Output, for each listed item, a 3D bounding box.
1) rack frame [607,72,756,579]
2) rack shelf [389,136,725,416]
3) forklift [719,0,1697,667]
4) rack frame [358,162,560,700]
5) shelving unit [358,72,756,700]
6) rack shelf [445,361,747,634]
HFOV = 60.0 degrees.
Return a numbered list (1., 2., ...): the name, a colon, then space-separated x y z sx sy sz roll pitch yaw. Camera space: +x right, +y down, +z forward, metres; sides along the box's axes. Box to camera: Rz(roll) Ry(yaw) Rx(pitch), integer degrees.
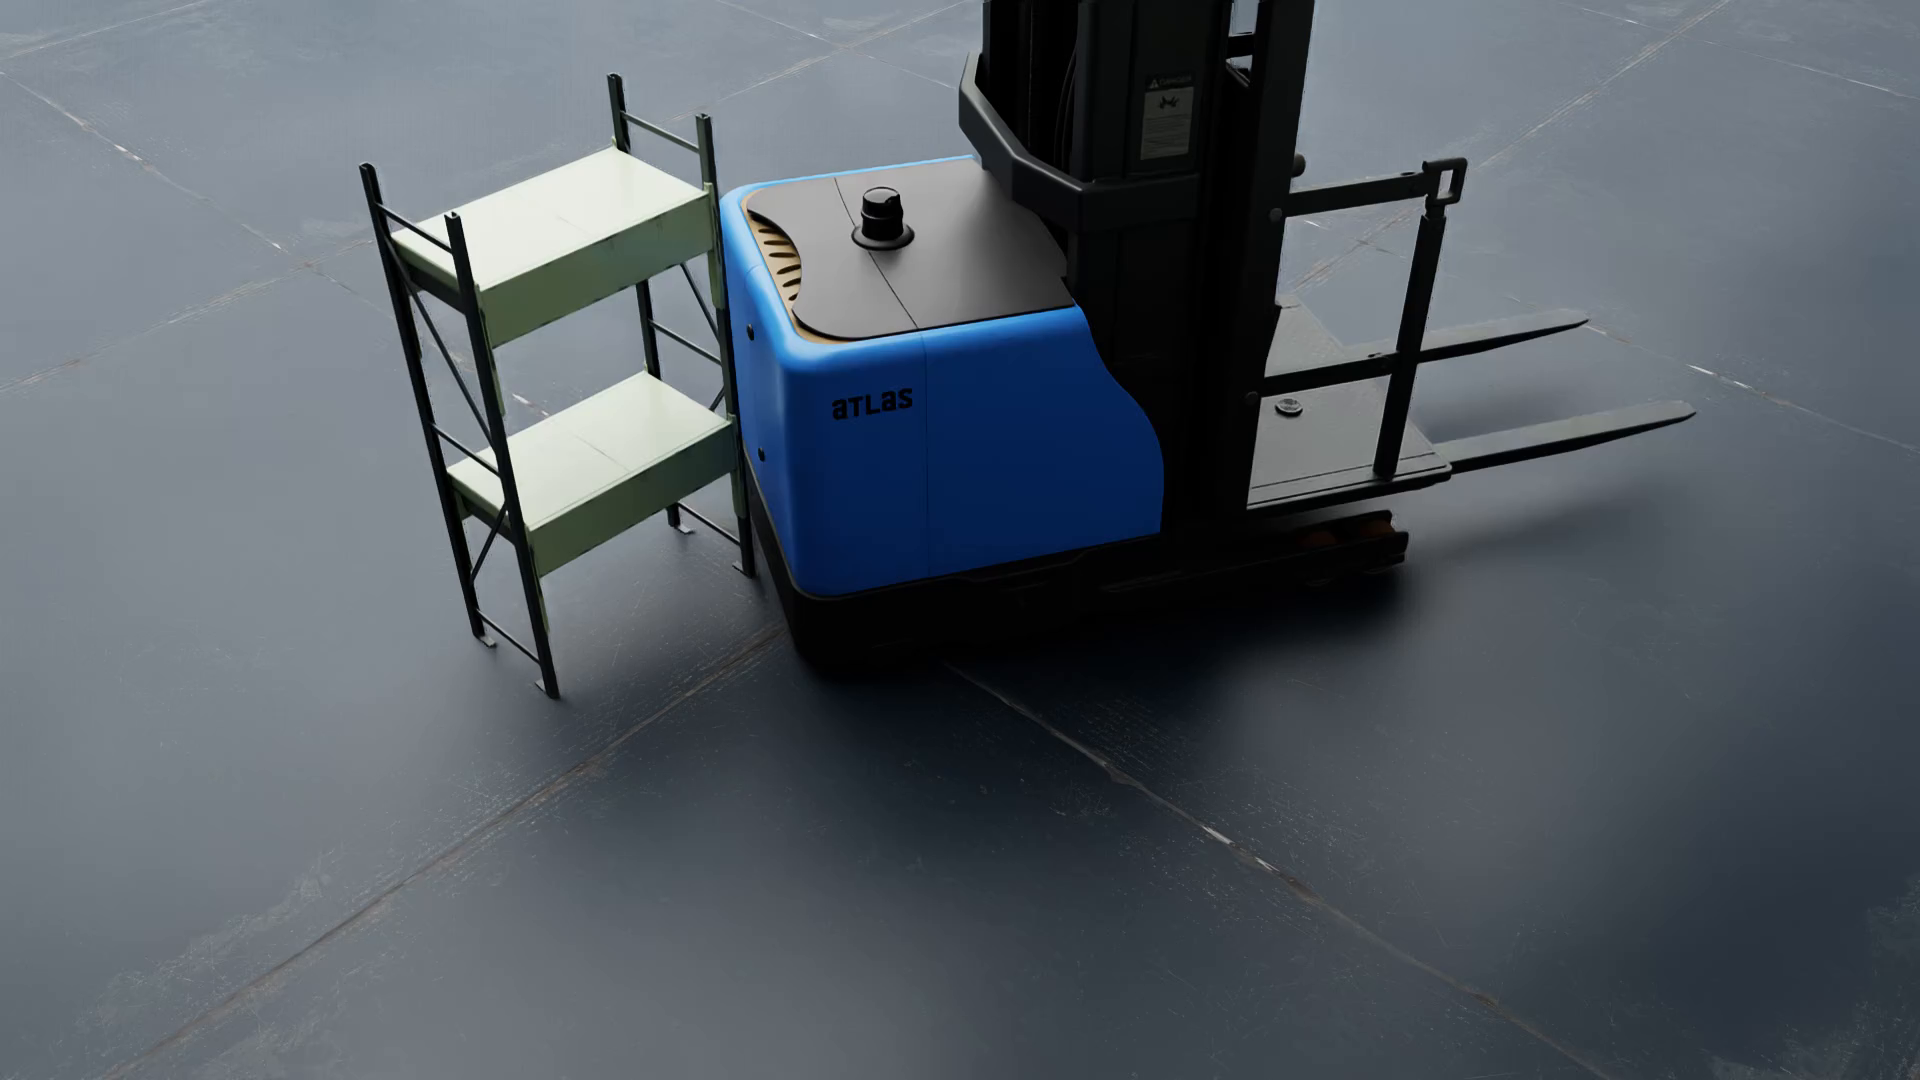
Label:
1. rack frame: -0.779 -0.559 4.747 0.400 1.500 0.023 31 48 33
2. rack shelf: -1.031 -0.699 4.297 0.431 0.370 0.720 31 48 33
3. forklift: 0.858 -1.311 4.544 3.031 2.935 1.130 -11 40 -13
4. rack frame: -1.283 -0.228 4.332 0.400 1.500 0.023 31 48 33
5. shelving unit: -1.031 -0.393 4.539 0.431 1.500 0.755 31 48 33
6. rack shelf: -1.031 -0.138 4.742 0.431 0.370 0.720 31 48 33
